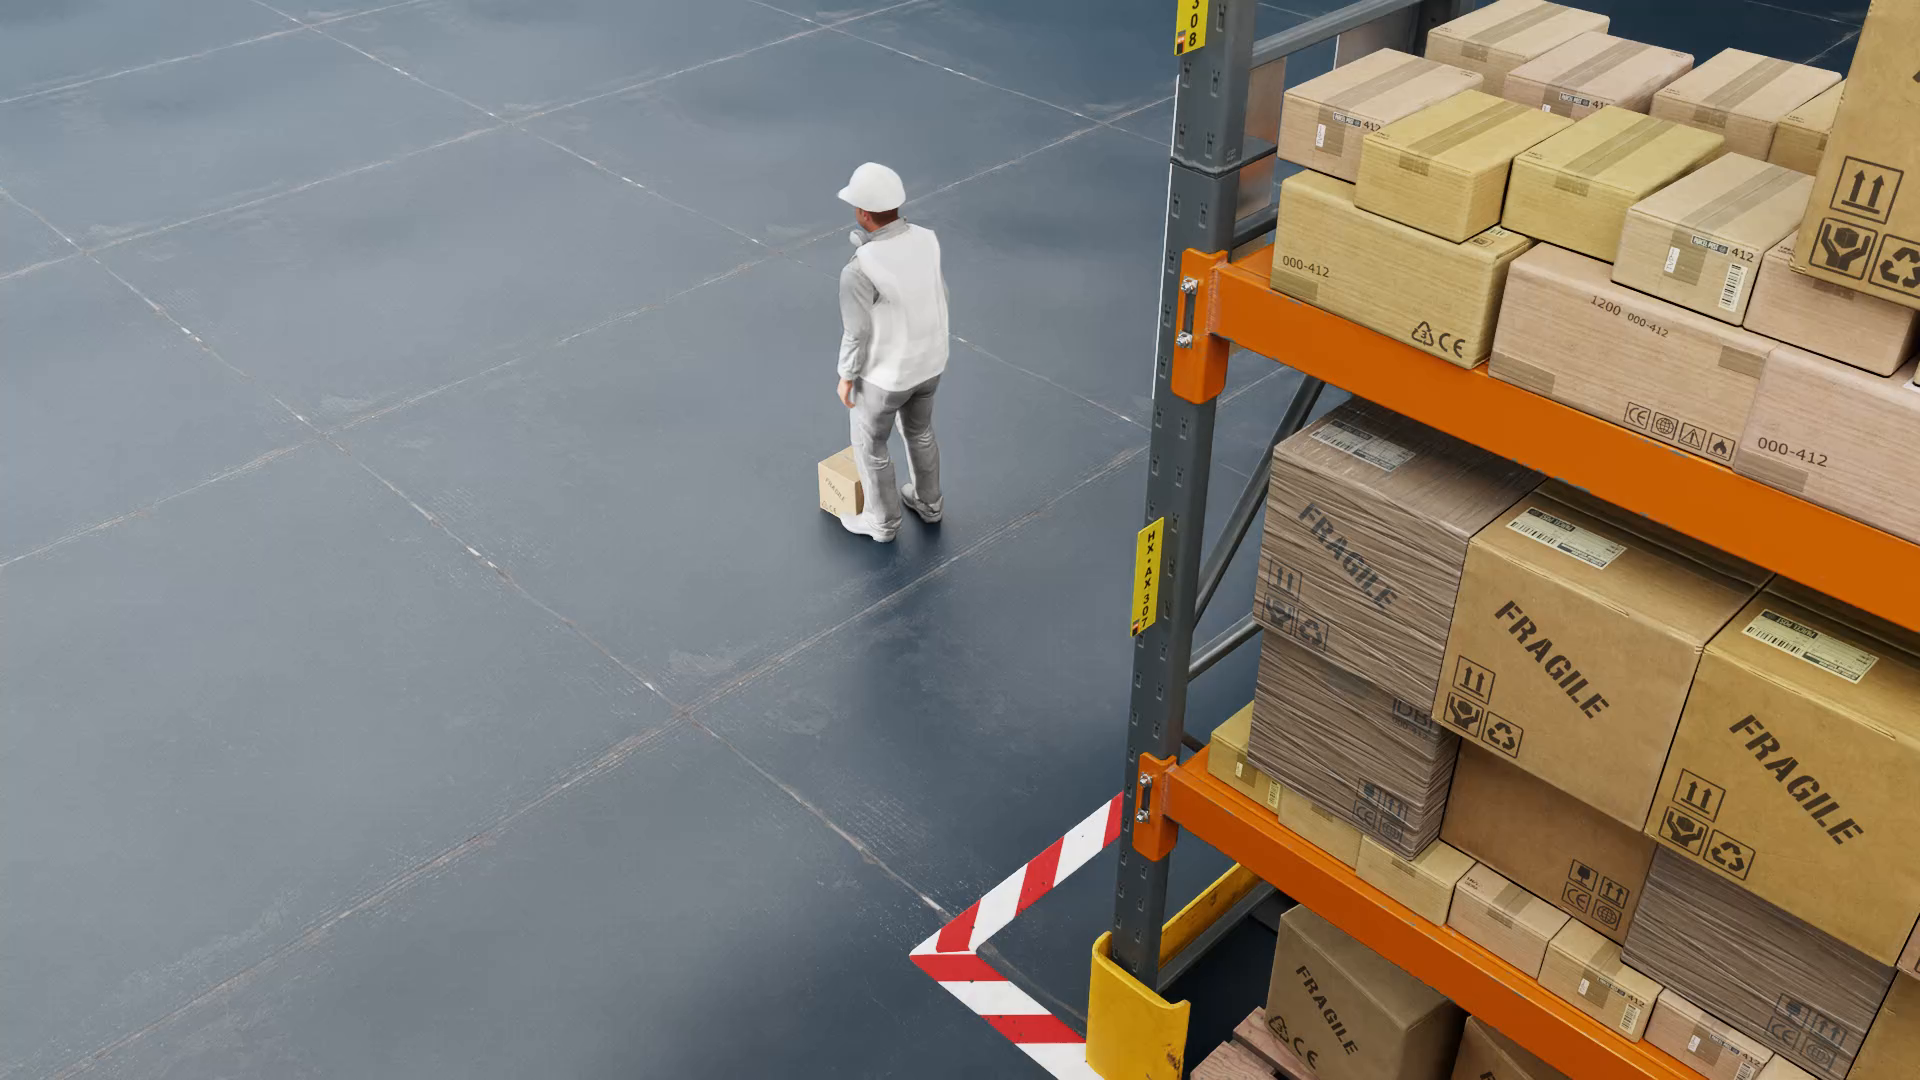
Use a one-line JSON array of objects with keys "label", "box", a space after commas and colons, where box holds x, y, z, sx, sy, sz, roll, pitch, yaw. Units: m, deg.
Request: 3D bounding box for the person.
[{"label": "person", "box": [-0.292, -0.780, 7.228, 0.581, 1.771, 0.463, -30, 45, -35]}]
